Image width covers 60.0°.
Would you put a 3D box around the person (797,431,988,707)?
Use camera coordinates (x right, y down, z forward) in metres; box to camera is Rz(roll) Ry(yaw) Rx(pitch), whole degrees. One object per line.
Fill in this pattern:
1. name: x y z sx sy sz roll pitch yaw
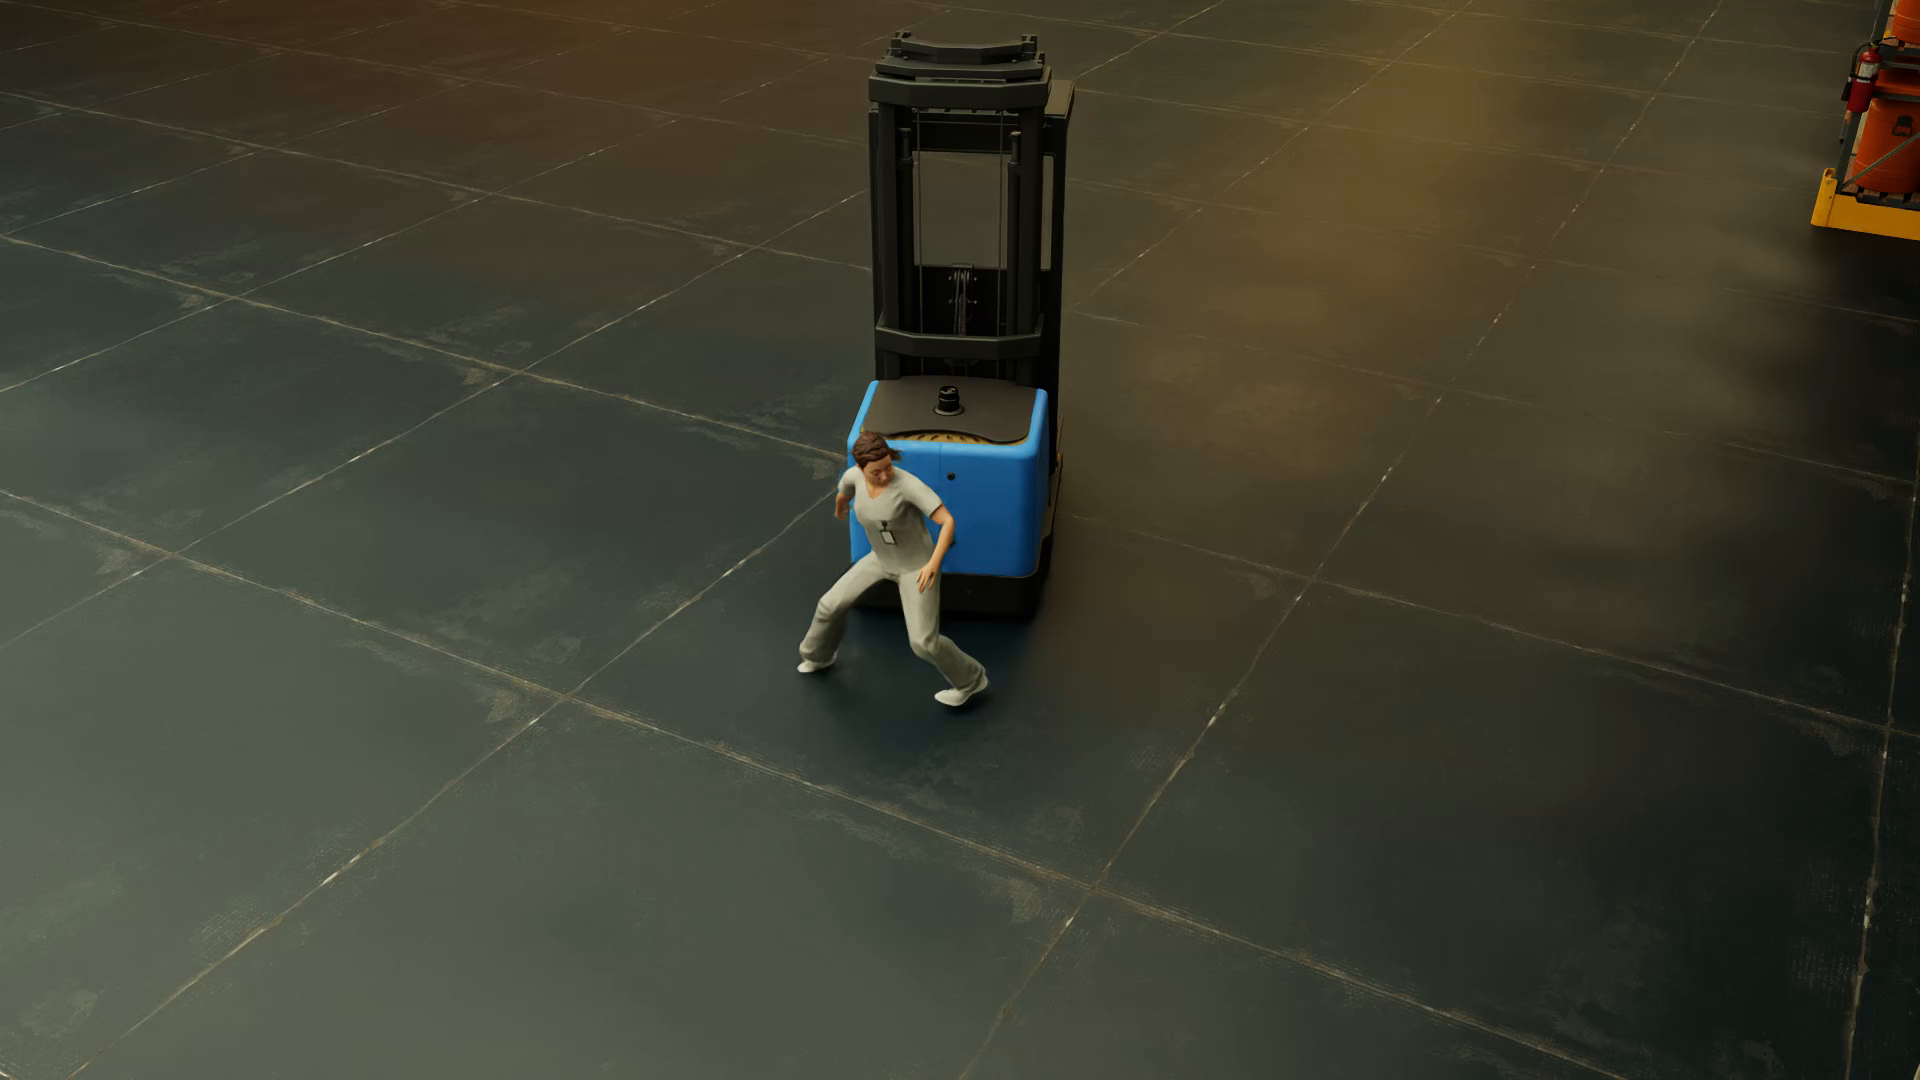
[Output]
1. person: -0.378 0.143 8.336 1.001 1.615 0.525 23 37 34

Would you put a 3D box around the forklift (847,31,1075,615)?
1. forklift: 0.072 -1.572 9.794 1.130 2.935 3.031 3 30 6
